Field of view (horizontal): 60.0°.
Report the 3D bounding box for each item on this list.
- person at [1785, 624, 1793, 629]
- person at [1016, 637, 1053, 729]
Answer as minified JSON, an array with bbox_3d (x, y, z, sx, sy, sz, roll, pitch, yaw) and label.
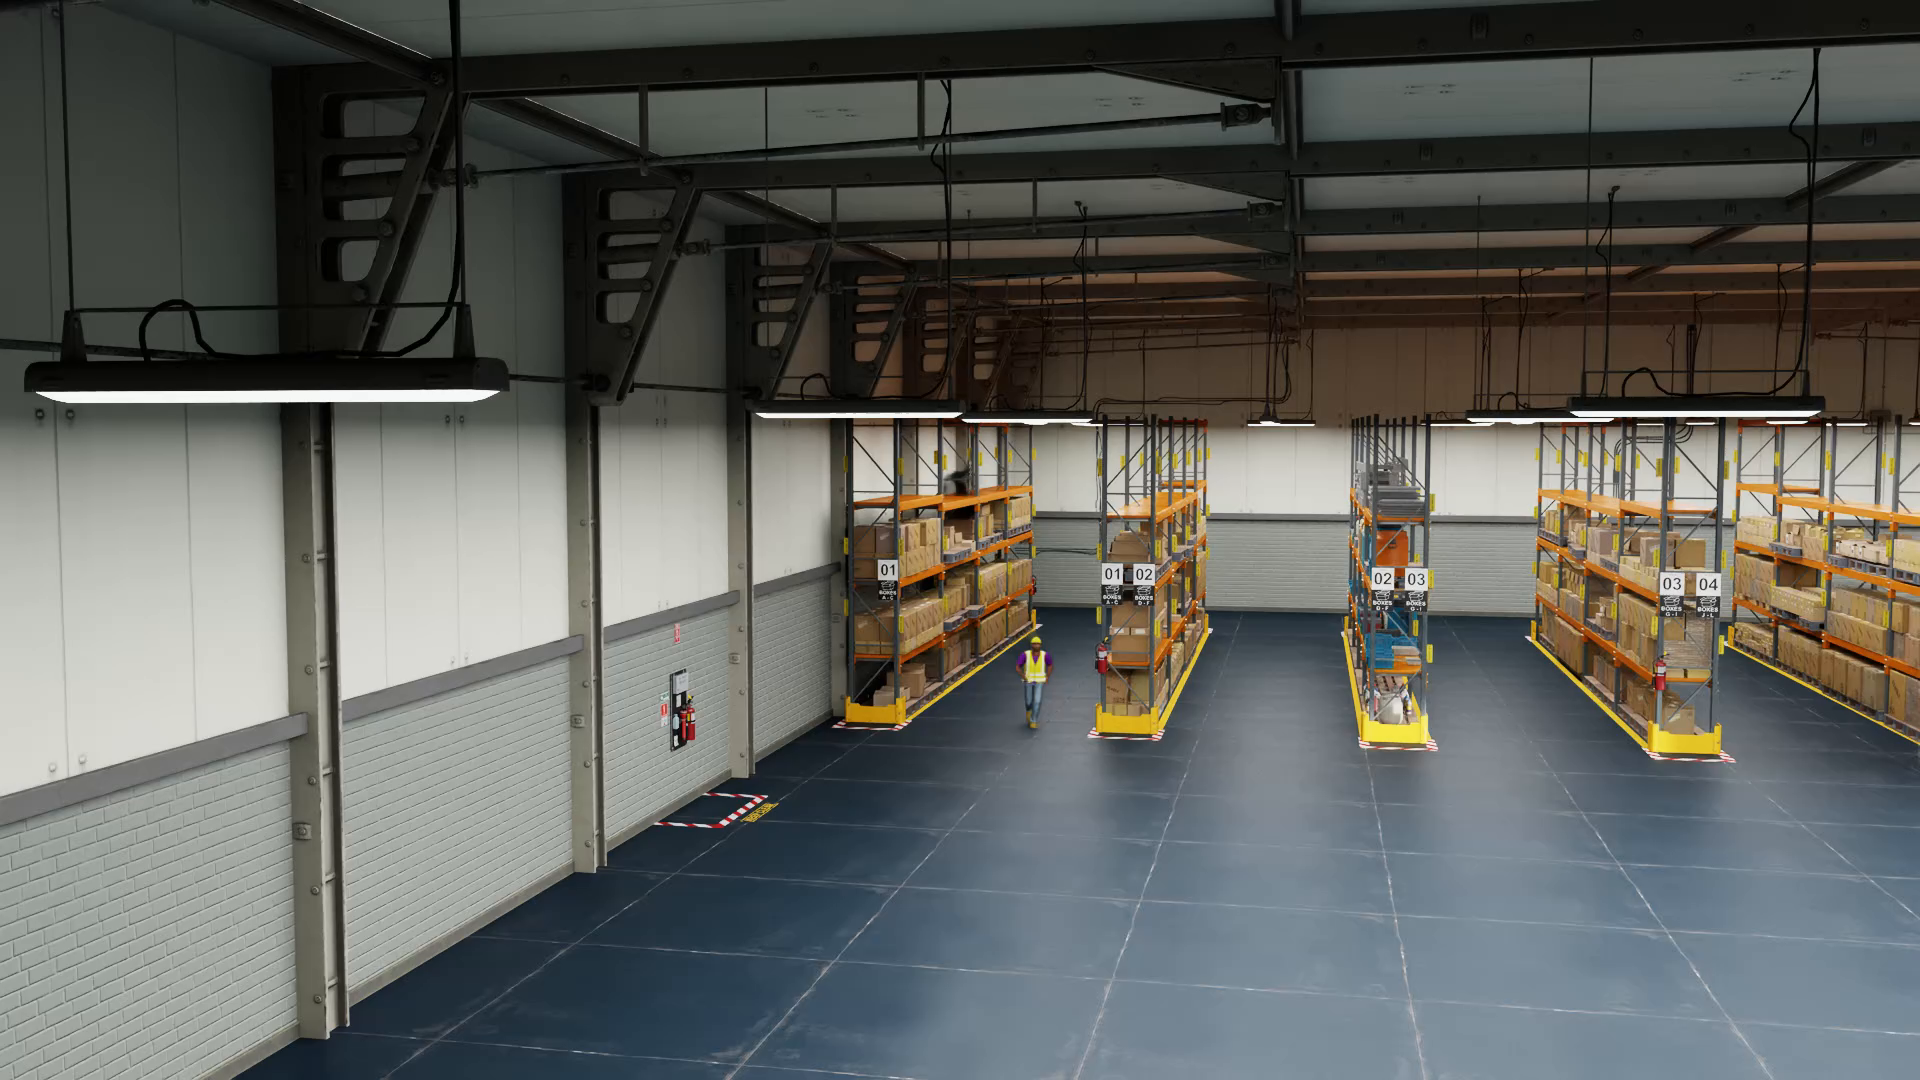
[{"bbox_3d":[22.257,1.924,44.302,0.728,1.735,0.835,-1,4,-21],"label":"person"},{"bbox_3d":[1.436,2.725,32.003,0.723,1.725,0.788,0,4,0],"label":"person"}]
